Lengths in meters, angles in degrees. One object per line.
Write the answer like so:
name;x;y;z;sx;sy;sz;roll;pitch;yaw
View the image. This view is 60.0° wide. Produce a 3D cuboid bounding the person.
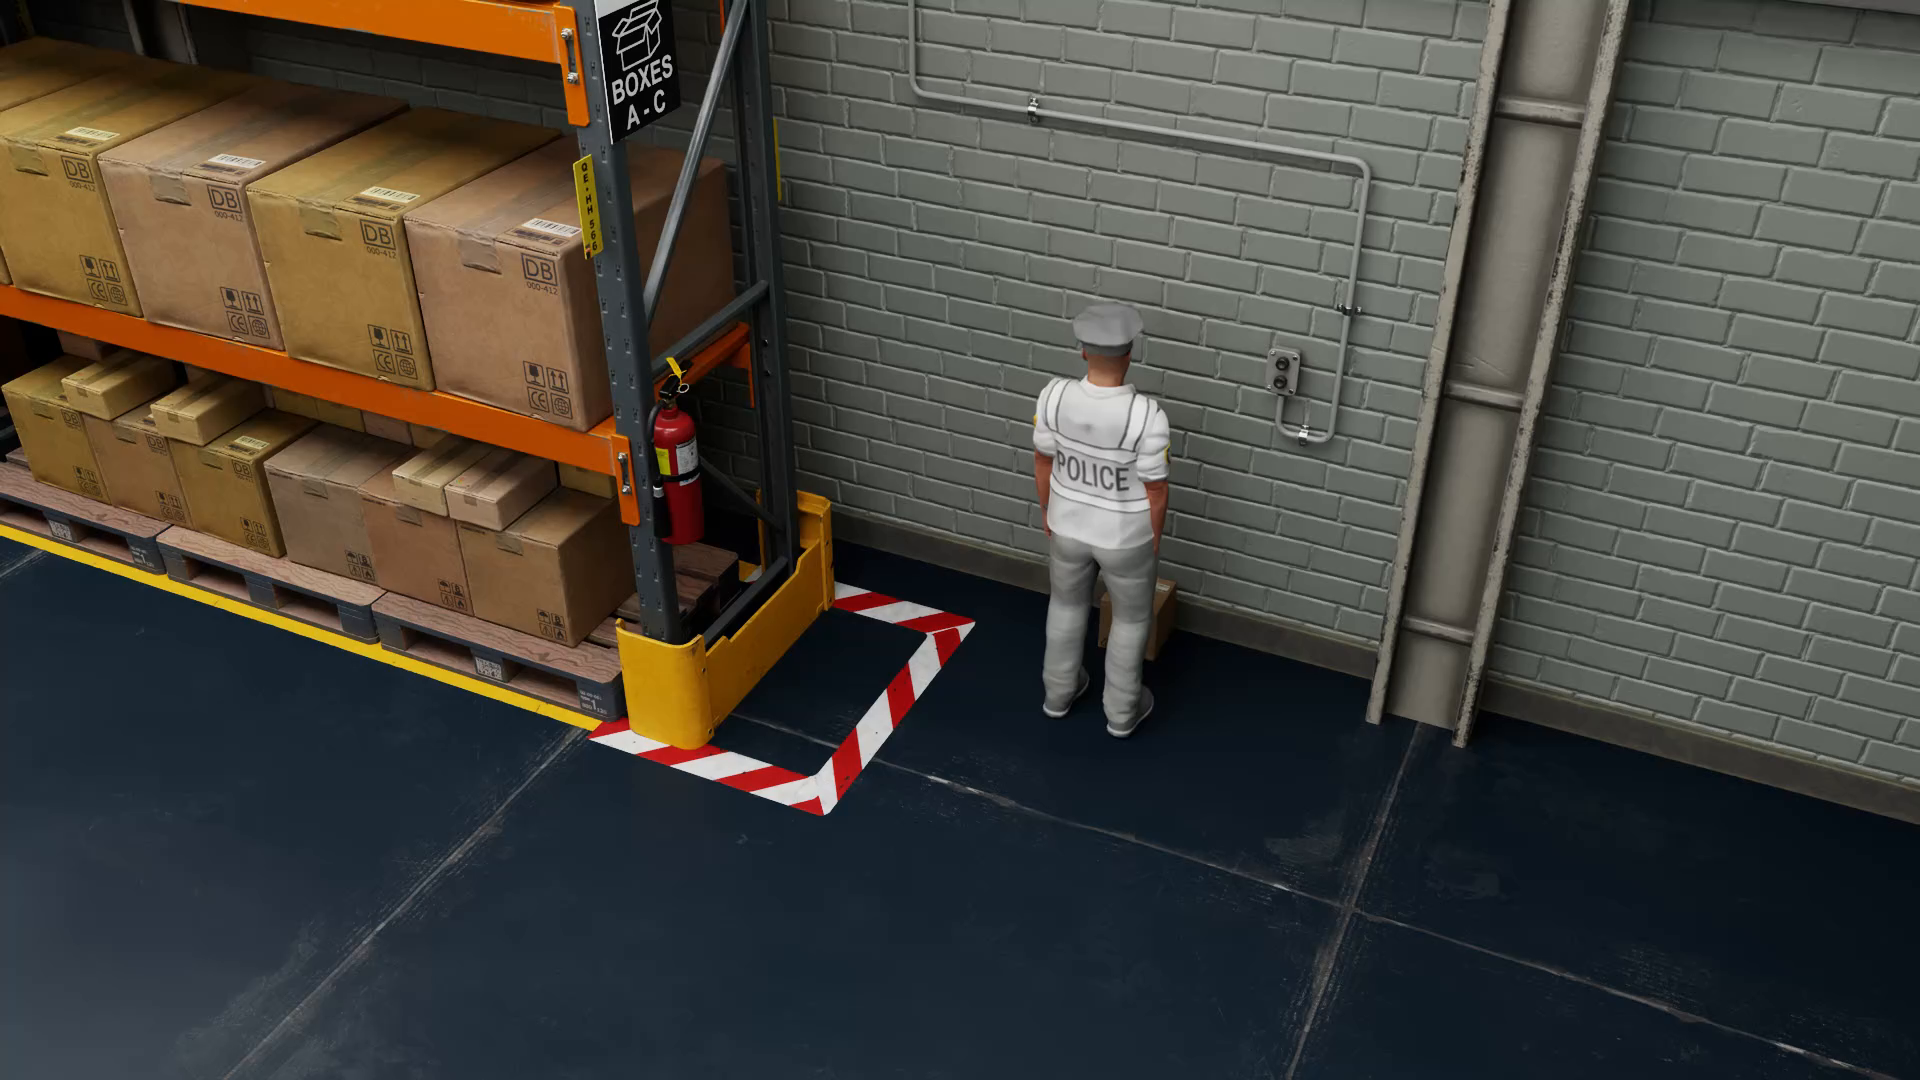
person;0.531;-0.061;6.234;0.528;1.751;0.393;15;36;22
